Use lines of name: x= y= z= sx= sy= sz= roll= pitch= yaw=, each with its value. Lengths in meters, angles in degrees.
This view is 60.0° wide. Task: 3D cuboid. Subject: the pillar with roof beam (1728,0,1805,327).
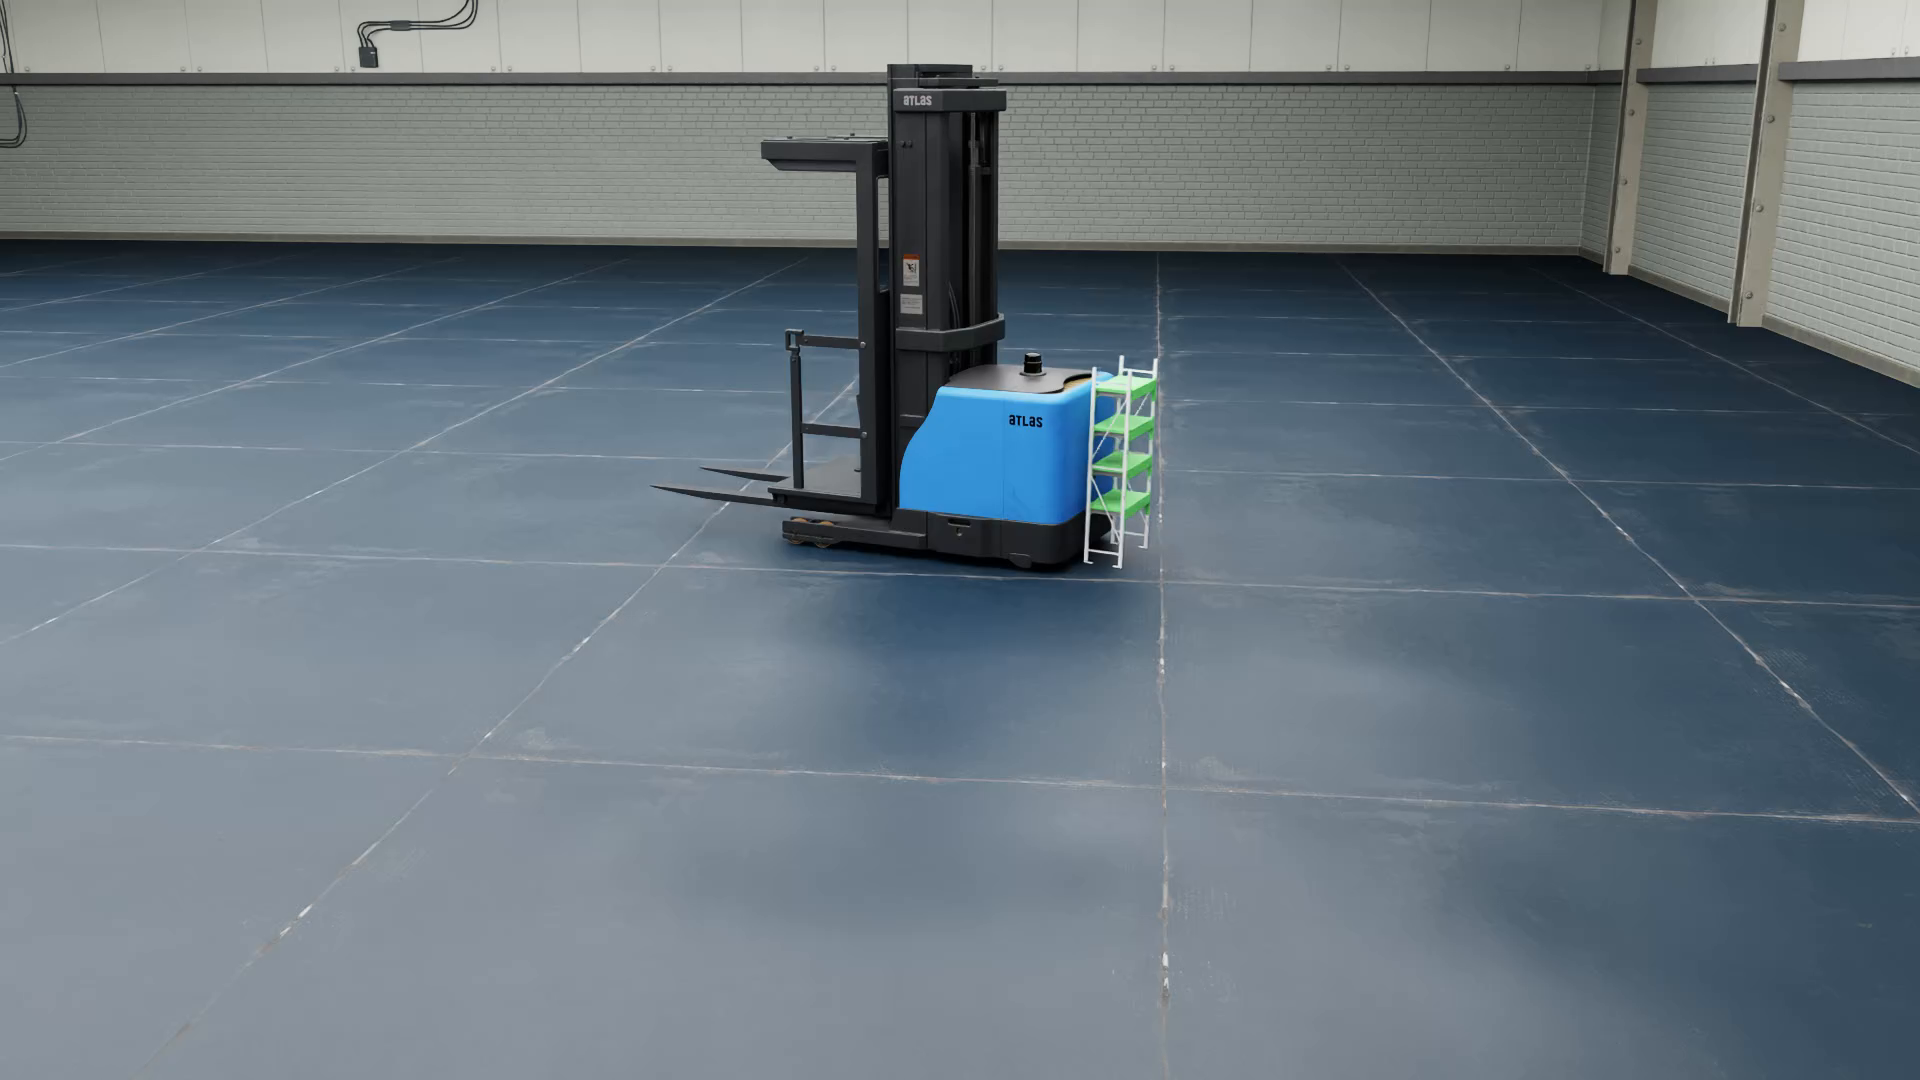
pillar with roof beam: x=5.396 y=-7.123 z=19.766 sx=9.100 sy=9.000 sz=0.400 roll=2 pitch=15 yaw=6

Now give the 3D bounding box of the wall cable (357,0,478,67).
wall cable: x=-9.871 y=-11.564 z=29.672 sx=2.305 sy=6.003 sz=0.169 roll=2 pitch=15 yaw=6

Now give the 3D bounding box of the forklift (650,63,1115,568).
forklift: x=-0.570 y=-1.483 z=10.531 sx=3.031 sy=2.935 sz=1.130 roll=7 pitch=17 yaw=24

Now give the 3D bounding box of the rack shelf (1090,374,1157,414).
rack shelf: x=0.989 y=-0.882 z=10.018 sx=0.258 sy=0.148 sz=0.480 roll=8 pitch=17 yaw=23

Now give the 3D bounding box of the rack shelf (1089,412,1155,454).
rack shelf: x=0.984 y=-0.651 z=10.084 sx=0.258 sy=0.148 sz=0.480 roll=8 pitch=17 yaw=23

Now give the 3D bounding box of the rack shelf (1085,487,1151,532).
rack shelf: x=0.973 y=-0.189 z=10.214 sx=0.258 sy=0.148 sz=0.480 roll=8 pitch=17 yaw=23

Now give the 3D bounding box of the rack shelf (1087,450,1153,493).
rack shelf: x=0.979 y=-0.420 z=10.149 sx=0.258 sy=0.148 sz=0.480 roll=8 pitch=17 yaw=23

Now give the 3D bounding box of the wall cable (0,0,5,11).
wall cable: x=-16.614 y=-11.065 z=30.617 sx=3.097 sy=2.526 sz=0.112 roll=2 pitch=15 yaw=6

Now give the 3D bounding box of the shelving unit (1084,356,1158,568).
shelving unit: x=0.980 y=-0.482 z=10.131 sx=0.258 sy=1.200 sz=0.503 roll=8 pitch=17 yaw=23

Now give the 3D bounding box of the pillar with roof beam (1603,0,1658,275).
pillar with roof beam: x=6.073 y=-8.680 z=25.521 sx=9.100 sy=9.000 sz=0.400 roll=2 pitch=15 yaw=6

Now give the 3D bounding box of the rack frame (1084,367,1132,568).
rack frame: x=0.879 y=-0.424 z=9.917 sx=0.240 sy=1.200 sz=0.015 roll=8 pitch=17 yaw=23

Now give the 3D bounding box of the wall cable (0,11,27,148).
wall cable: x=-19.302 y=-8.707 z=31.571 sx=3.097 sy=2.526 sz=0.112 roll=2 pitch=15 yaw=6

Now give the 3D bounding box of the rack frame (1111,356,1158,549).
rack frame: x=1.081 y=-0.540 z=10.346 sx=0.240 sy=1.200 sz=0.015 roll=8 pitch=17 yaw=23
